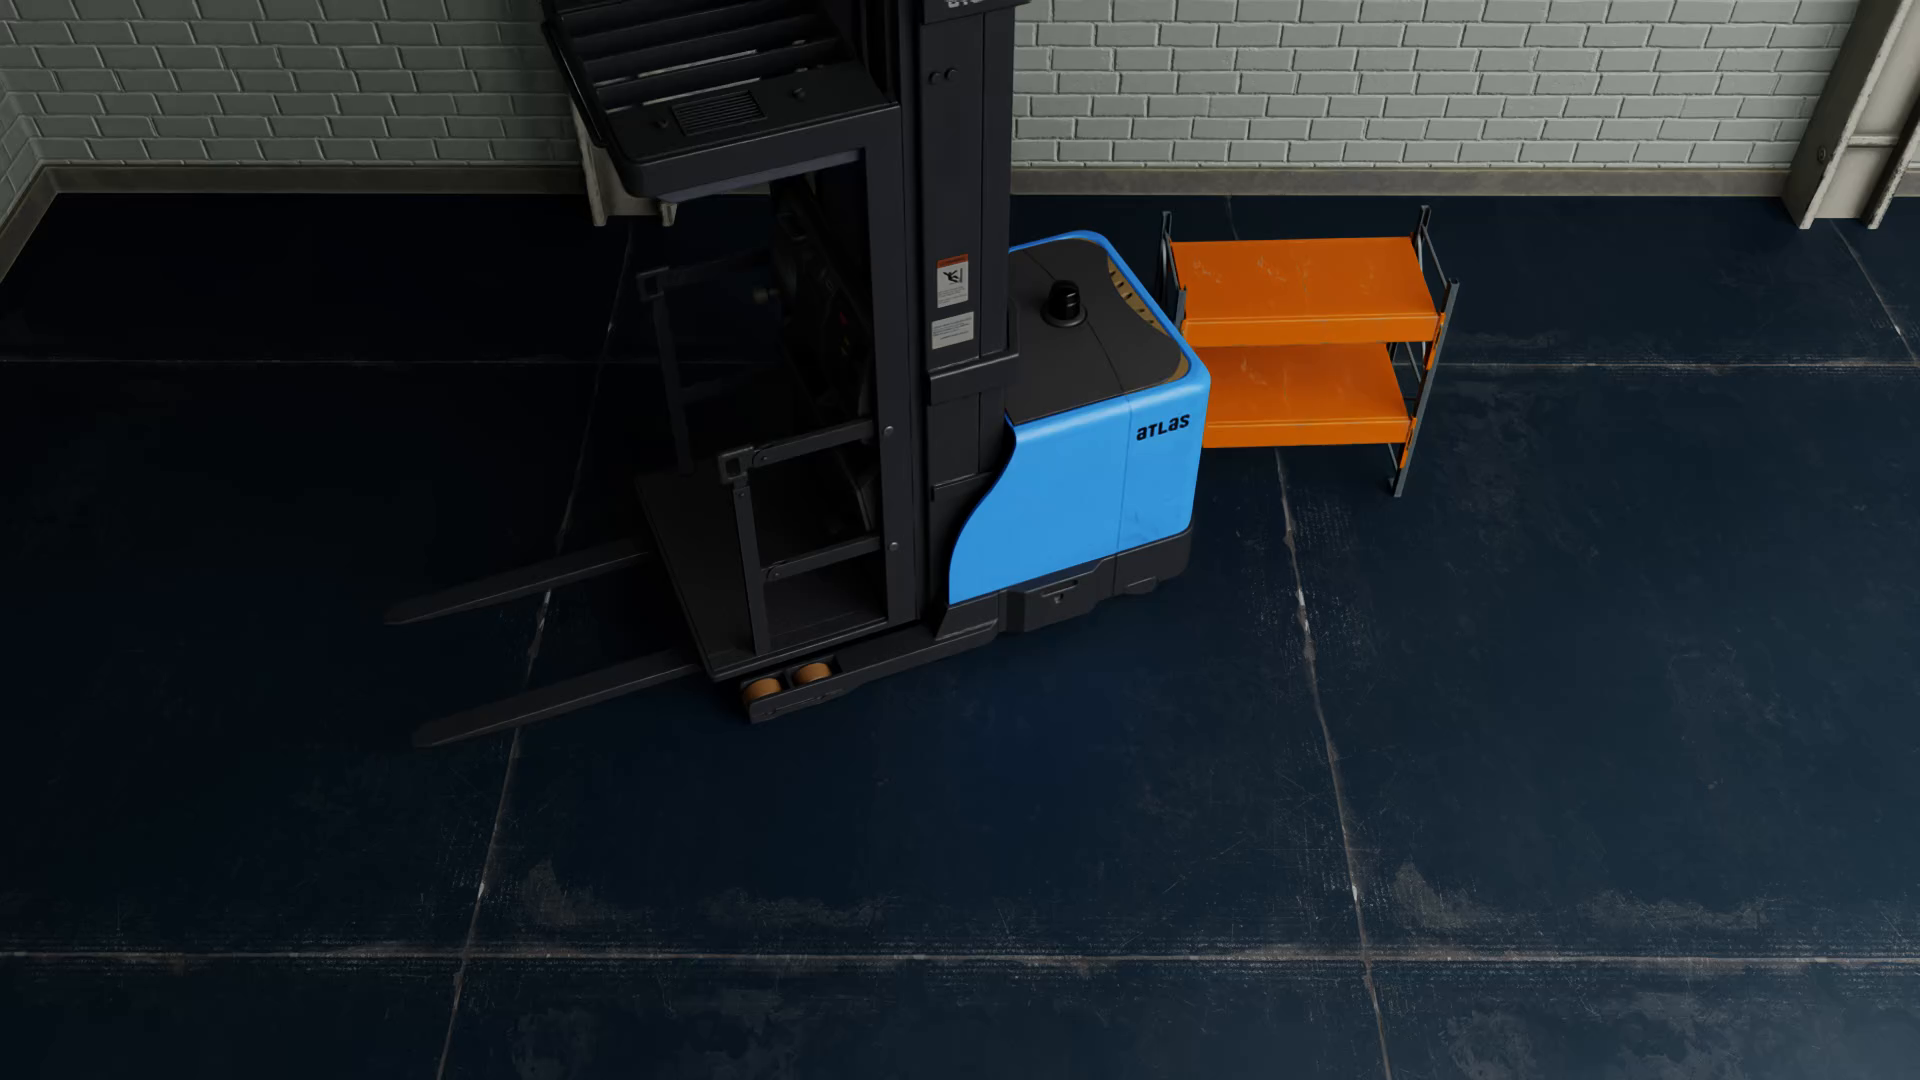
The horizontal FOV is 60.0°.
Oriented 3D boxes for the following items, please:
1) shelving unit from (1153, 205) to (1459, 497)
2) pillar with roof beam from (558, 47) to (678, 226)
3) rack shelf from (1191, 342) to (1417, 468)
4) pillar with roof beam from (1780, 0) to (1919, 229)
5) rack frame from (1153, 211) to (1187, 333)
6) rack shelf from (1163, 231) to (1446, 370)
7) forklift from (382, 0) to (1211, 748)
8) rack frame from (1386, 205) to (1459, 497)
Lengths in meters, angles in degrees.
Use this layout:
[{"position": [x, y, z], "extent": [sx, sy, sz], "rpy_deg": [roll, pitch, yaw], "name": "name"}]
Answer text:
[{"position": [1.323, -0.732, 6.744], "extent": [1.048, 1.125, 0.538], "rpy_deg": [-2, 47, -2], "name": "shelving unit"}, {"position": [-1.645, -1.592, 2.165], "extent": [0.400, 9.000, 9.100], "rpy_deg": [0, 47, 0], "name": "pillar with roof beam"}, {"position": [1.323, -0.565, 6.923], "extent": [1.000, 0.278, 0.538], "rpy_deg": [-2, 47, -2], "name": "rack shelf"}, {"position": [4.355, -1.576, 2.150], "extent": [0.400, 9.000, 9.100], "rpy_deg": [0, 47, 0], "name": "pillar with roof beam"}, {"position": [0.815, -0.718, 6.730], "extent": [0.032, 1.125, 0.500], "rpy_deg": [-2, 47, -2], "name": "rack frame"}, {"position": [1.323, -0.931, 6.529], "extent": [1.000, 0.278, 0.538], "rpy_deg": [-2, 47, -2], "name": "rack shelf"}, {"position": [-0.653, -0.766, 5.541], "extent": [3.031, 2.935, 1.130], "rpy_deg": [-17, 49, -15], "name": "forklift"}, {"position": [1.831, -0.746, 6.757], "extent": [0.032, 1.125, 0.500], "rpy_deg": [-2, 47, -2], "name": "rack frame"}]
